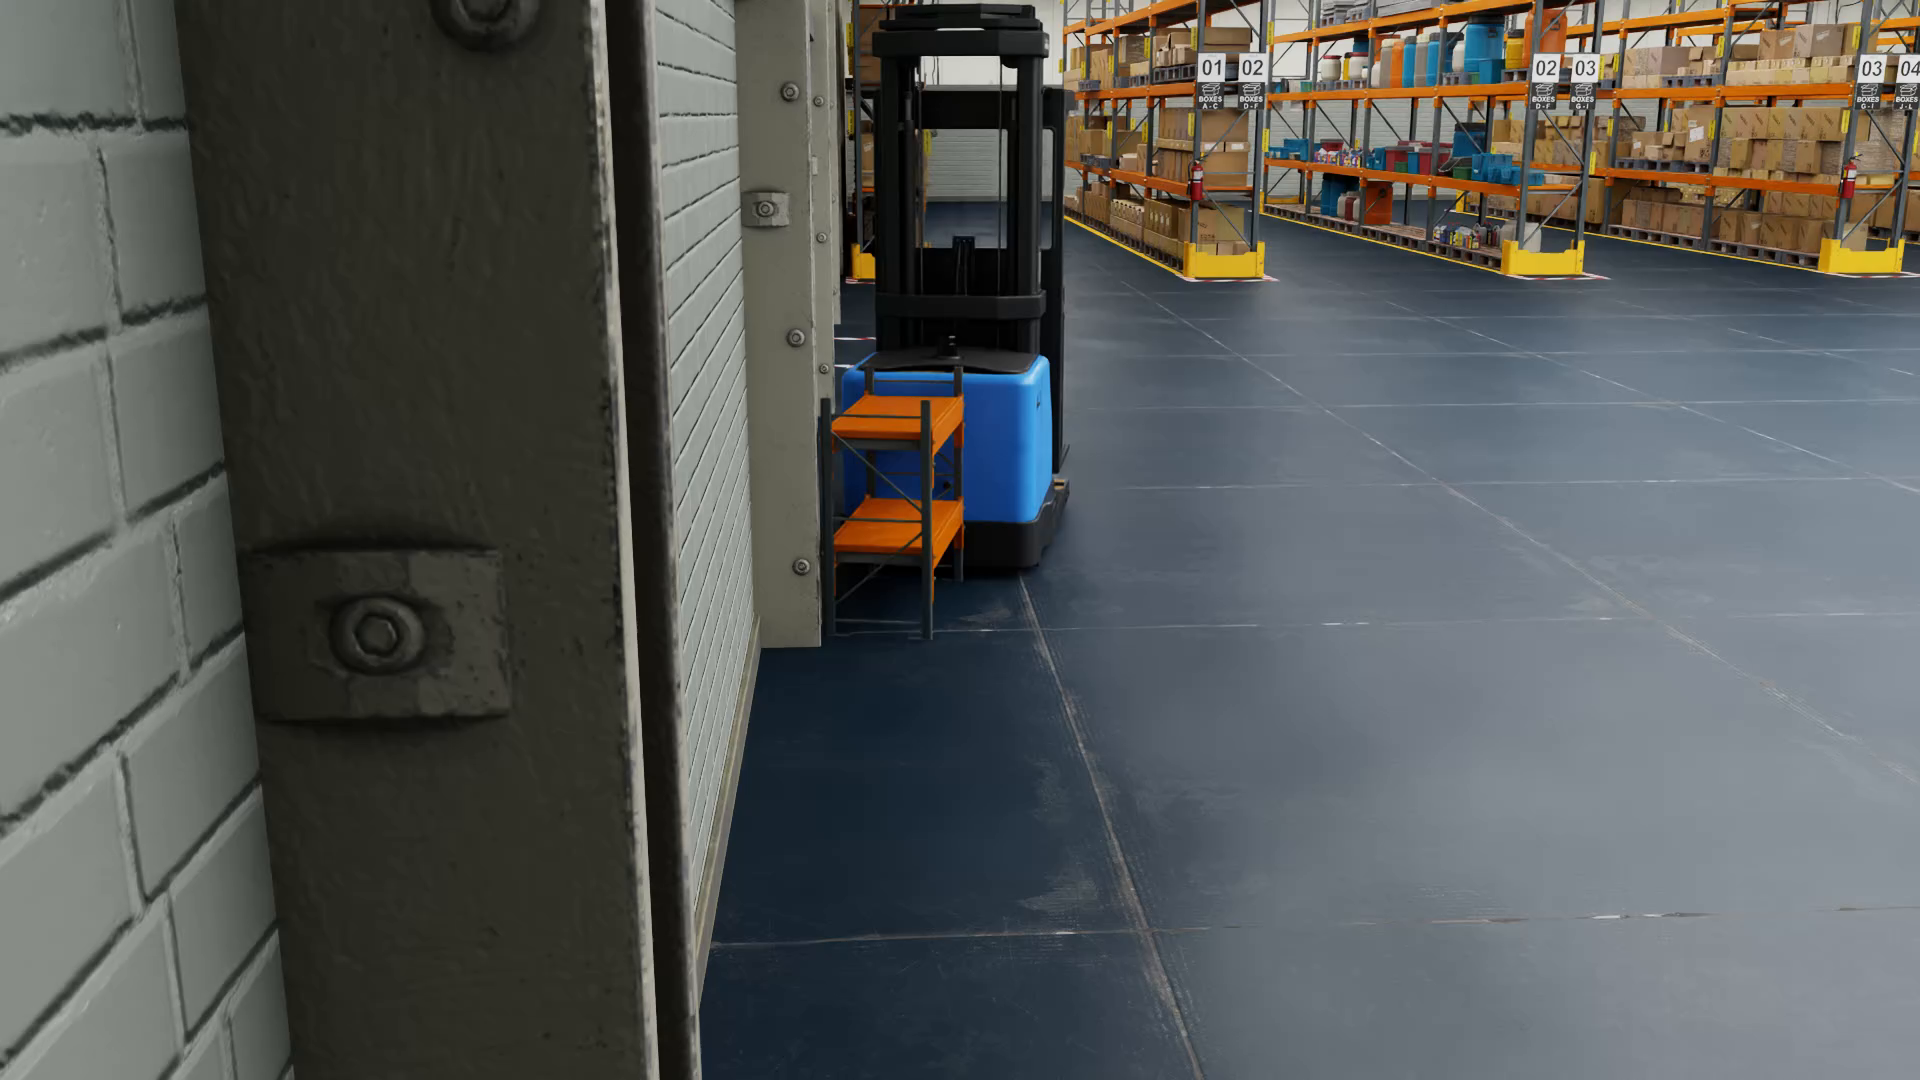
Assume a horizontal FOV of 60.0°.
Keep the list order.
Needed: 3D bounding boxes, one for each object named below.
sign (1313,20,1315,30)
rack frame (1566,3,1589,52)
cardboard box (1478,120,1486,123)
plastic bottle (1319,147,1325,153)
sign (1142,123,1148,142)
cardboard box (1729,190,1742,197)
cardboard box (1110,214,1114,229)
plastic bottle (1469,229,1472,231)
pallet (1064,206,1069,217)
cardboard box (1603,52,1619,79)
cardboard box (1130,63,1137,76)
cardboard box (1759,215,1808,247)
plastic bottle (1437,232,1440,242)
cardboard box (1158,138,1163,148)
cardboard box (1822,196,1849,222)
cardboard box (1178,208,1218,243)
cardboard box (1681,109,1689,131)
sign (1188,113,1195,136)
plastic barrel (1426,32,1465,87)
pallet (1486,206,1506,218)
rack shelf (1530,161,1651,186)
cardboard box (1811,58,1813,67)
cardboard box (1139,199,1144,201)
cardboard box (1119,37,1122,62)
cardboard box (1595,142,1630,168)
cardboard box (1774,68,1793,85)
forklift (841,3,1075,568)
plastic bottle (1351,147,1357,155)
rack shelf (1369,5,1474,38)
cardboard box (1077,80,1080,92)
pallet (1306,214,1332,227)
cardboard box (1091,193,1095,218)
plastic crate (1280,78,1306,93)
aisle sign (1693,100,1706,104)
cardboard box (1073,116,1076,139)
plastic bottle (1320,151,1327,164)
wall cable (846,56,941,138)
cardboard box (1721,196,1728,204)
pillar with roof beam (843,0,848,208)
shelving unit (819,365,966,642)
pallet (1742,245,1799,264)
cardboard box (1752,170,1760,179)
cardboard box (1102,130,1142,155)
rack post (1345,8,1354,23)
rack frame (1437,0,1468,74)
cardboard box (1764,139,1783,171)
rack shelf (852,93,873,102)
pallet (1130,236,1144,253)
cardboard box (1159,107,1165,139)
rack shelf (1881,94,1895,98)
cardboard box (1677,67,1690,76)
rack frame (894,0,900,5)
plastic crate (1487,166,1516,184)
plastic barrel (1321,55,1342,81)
[{"bbox_3d":[8.431,-12.221,39.611,0.100,0.325,0.005,-1,14,-3],"label":"sign"},{"bbox_3d":[13.074,-11.446,35.953,1.000,3.000,0.127,-1,14,-3],"label":"rack frame"},{"bbox_3d":[12.617,-9.722,39.492,0.500,0.500,0.500,-1,14,-5],"label":"cardboard box"},{"bbox_3d":[7.831,-8.338,36.011,0.144,0.351,0.185,-1,14,-3],"label":"plastic bottle"},{"bbox_3d":[3.141,-6.911,28.201,0.100,0.325,0.005,-1,14,-3],"label":"sign"},{"bbox_3d":[17.693,-7.850,37.702,0.380,0.149,0.250,-1,14,-3],"label":"cardboard box"},{"bbox_3d":[3.173,-6.131,32.010,0.500,0.250,0.500,-1,14,-4],"label":"cardboard box"},{"bbox_3d":[8.446,-5.017,27.590,0.152,0.276,0.135,-1,14,-3],"label":"plastic bottle"},{"bbox_3d":[2.994,-7.816,39.480,1.003,0.211,1.213,-1,14,-3],"label":"pallet"},{"bbox_3d":[13.212,-9.403,32.981,0.797,0.503,0.637,0,14,0],"label":"cardboard box"},{"bbox_3d":[3.518,-8.865,31.401,0.500,0.250,0.500,-2,15,-8],"label":"cardboard box"},{"bbox_3d":[13.714,-5.148,27.689,0.500,0.500,0.500,-2,15,-8],"label":"cardboard box"},{"bbox_3d":[8.221,-5.196,28.434,0.097,0.201,0.097,0,14,0],"label":"plastic bottle"},{"bbox_3d":[3.521,-6.629,27.770,0.380,0.149,0.250,-1,14,-3],"label":"cardboard box"},{"bbox_3d":[17.977,-6.750,33.914,0.500,0.500,0.500,-1,14,-4],"label":"cardboard box"},{"bbox_3d":[3.600,-4.768,25.208,0.500,0.500,0.500,-1,14,-3],"label":"cardboard box"},{"bbox_3d":[17.583,-10.022,39.656,0.500,0.500,0.500,0,14,-2],"label":"cardboard box"},{"bbox_3d":[3.387,-6.075,24.318,0.100,0.325,0.005,-1,14,-3],"label":"sign"},{"bbox_3d":[8.378,-8.293,28.713,0.600,0.901,0.708,-1,14,-3],"label":"plastic barrel"},{"bbox_3d":[13.026,-7.685,38.970,1.003,0.211,1.213,-1,14,-3],"label":"pallet"},{"bbox_3d":[13.198,-7.695,34.857,1.077,0.370,4.000,-1,14,-3],"label":"rack shelf"},{"bbox_3d":[13.533,-7.452,25.951,0.380,0.149,0.250,-1,14,-3],"label":"cardboard box"},{"bbox_3d":[3.712,-6.411,31.972,0.500,0.311,0.500,-1,14,-2],"label":"cardboard box"},{"bbox_3d":[3.382,-9.615,32.648,0.500,0.500,0.500,-1,14,-3],"label":"cardboard box"},{"bbox_3d":[13.044,-7.713,33.284,0.500,0.500,0.500,0,14,-2],"label":"cardboard box"},{"bbox_3d":[13.440,-7.429,26.661,0.500,0.250,0.500,-1,14,-4],"label":"cardboard box"},{"bbox_3d":[0.088,-1.593,9.837,1.130,2.935,3.031,2,15,8],"label":"forklift"},{"bbox_3d":[8.381,-8.169,35.353,0.144,0.351,0.185,-1,14,-3],"label":"plastic bottle"},{"bbox_3d":[8.502,-9.335,29.996,1.077,0.370,4.000,-1,14,-3],"label":"rack shelf"},{"bbox_3d":[2.870,-10.010,36.693,0.500,0.250,0.500,-1,14,-3],"label":"cardboard box"},{"bbox_3d":[8.137,-6.921,36.003,1.003,0.211,1.213,-1,14,-3],"label":"pallet"},{"bbox_3d":[3.041,-7.010,34.886,0.500,0.500,0.500,-1,14,-3],"label":"cardboard box"},{"bbox_3d":[7.703,-10.497,38.411,0.504,0.338,0.767,-1,14,-3],"label":"plastic crate"},{"bbox_3d":[18.078,-10.869,40.532,0.394,0.787,0.004,-1,14,-3],"label":"aisle sign"},{"bbox_3d":[2.831,-9.296,37.428,0.500,0.500,0.500,-1,14,-3],"label":"cardboard box"},{"bbox_3d":[7.801,-8.192,35.595,0.152,0.276,0.135,-1,14,-3],"label":"plastic bottle"},{"bbox_3d":[-1.999,-12.120,44.803,3.097,2.526,0.112,-1,14,-3],"label":"wall cable"},{"bbox_3d":[17.630,-7.766,37.971,0.380,0.149,0.250,-1,14,-5],"label":"cardboard box"},{"bbox_3d":[1.261,-12.936,41.744,9.100,9.000,0.400,-1,14,-3],"label":"pillar with roof beam"},{"bbox_3d":[-0.307,-0.213,8.096,0.538,1.125,1.048,2,15,8],"label":"shelving unit"},{"bbox_3d":[13.725,-4.730,27.486,1.003,0.211,1.213,-1,14,-3],"label":"pallet"},{"bbox_3d":[13.385,-6.061,27.567,0.380,0.149,0.250,-1,14,-3],"label":"cardboard box"},{"bbox_3d":[3.357,-8.202,34.341,0.700,0.500,0.500,-5,15,-18],"label":"cardboard box"},{"bbox_3d":[8.383,-10.626,33.769,0.937,0.300,0.954,1,14,3],"label":"rack post"},{"bbox_3d":[8.626,-9.380,27.923,1.000,3.000,0.127,-1,14,-3],"label":"rack frame"},{"bbox_3d":[13.653,-6.258,27.031,0.875,0.500,0.500,-1,14,-3],"label":"cardboard box"},{"bbox_3d":[-1.634,-8.918,33.592,1.077,0.370,4.000,-1,14,-3],"label":"rack shelf"},{"bbox_3d":[3.597,-5.231,29.434,1.003,0.211,1.213,-1,14,-3],"label":"pallet"},{"bbox_3d":[3.716,-6.965,27.774,0.700,0.500,0.500,-1,14,-3],"label":"cardboard box"},{"bbox_3d":[18.402,-8.204,30.817,1.077,0.370,4.000,-1,14,-3],"label":"rack shelf"},{"bbox_3d":[13.353,-8.559,30.377,0.380,0.166,0.250,-1,14,-5],"label":"cardboard box"},{"bbox_3d":[-1.758,-11.217,35.062,1.000,3.000,0.127,-1,14,-3],"label":"rack frame"},{"bbox_3d":[8.510,-5.689,25.917,0.499,0.251,0.408,-1,14,-3],"label":"plastic crate"},{"bbox_3d":[7.913,-10.051,35.437,0.433,0.535,0.433,0,14,0],"label":"plastic barrel"}]
